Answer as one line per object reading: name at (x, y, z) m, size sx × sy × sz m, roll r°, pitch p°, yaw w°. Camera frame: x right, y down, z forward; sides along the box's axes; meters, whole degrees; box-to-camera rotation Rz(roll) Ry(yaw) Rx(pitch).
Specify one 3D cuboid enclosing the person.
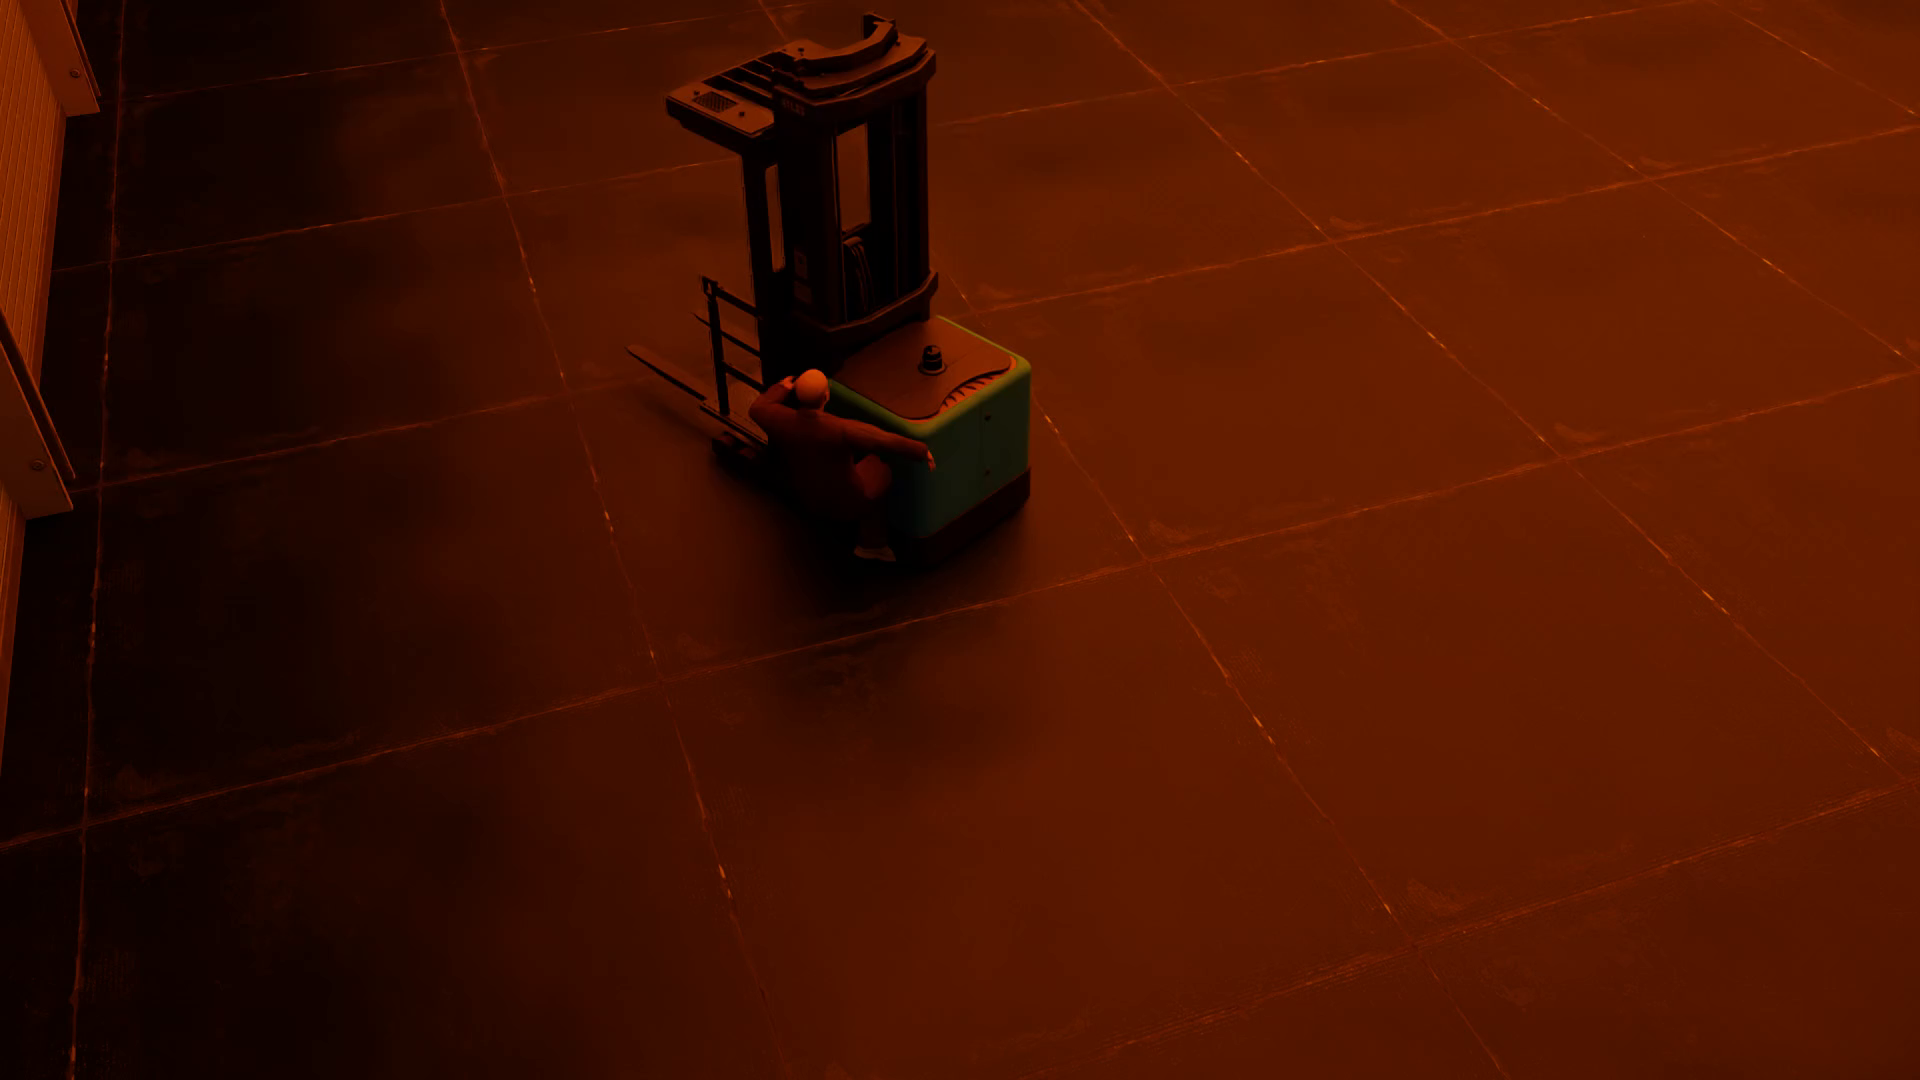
person at (-0.642, -0.467, 9.632) m, size 1.097 × 1.511 × 0.893 m, roll 11°, pitch 41°, yaw 13°

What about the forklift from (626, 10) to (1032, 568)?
forklift at (-0.980, -1.779, 10.115) m, size 3.031 × 2.935 × 1.130 m, roll 31°, pitch 49°, yaw 31°
